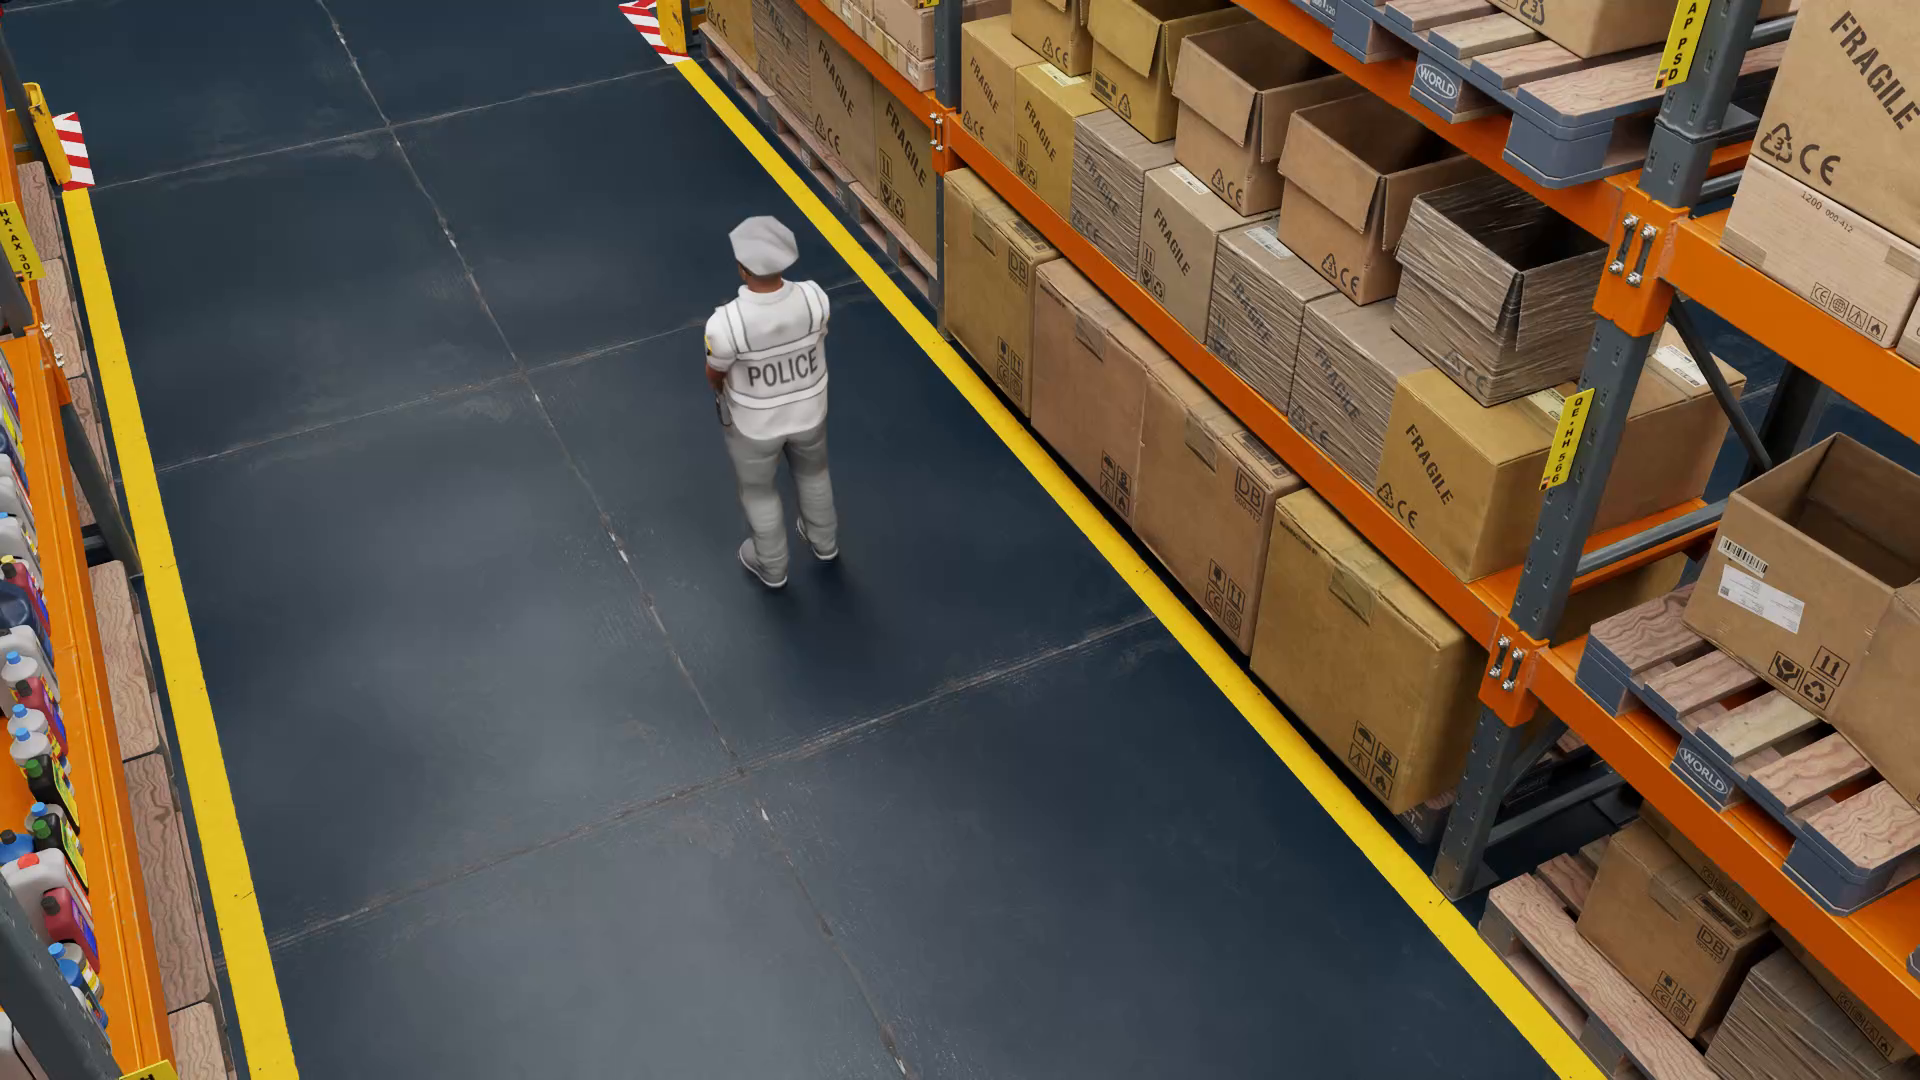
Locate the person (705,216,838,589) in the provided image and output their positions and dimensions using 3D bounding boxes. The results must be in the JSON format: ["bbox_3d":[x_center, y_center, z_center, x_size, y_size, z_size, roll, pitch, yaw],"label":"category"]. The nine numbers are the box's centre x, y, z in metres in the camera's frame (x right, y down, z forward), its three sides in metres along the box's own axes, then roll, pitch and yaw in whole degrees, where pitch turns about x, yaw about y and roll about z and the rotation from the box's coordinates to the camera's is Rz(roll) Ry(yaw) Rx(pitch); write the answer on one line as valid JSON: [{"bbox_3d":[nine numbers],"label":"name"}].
[{"bbox_3d":[-0.777,-0.569,6.783,0.537,1.782,0.538,-19,44,-20],"label":"person"}]
